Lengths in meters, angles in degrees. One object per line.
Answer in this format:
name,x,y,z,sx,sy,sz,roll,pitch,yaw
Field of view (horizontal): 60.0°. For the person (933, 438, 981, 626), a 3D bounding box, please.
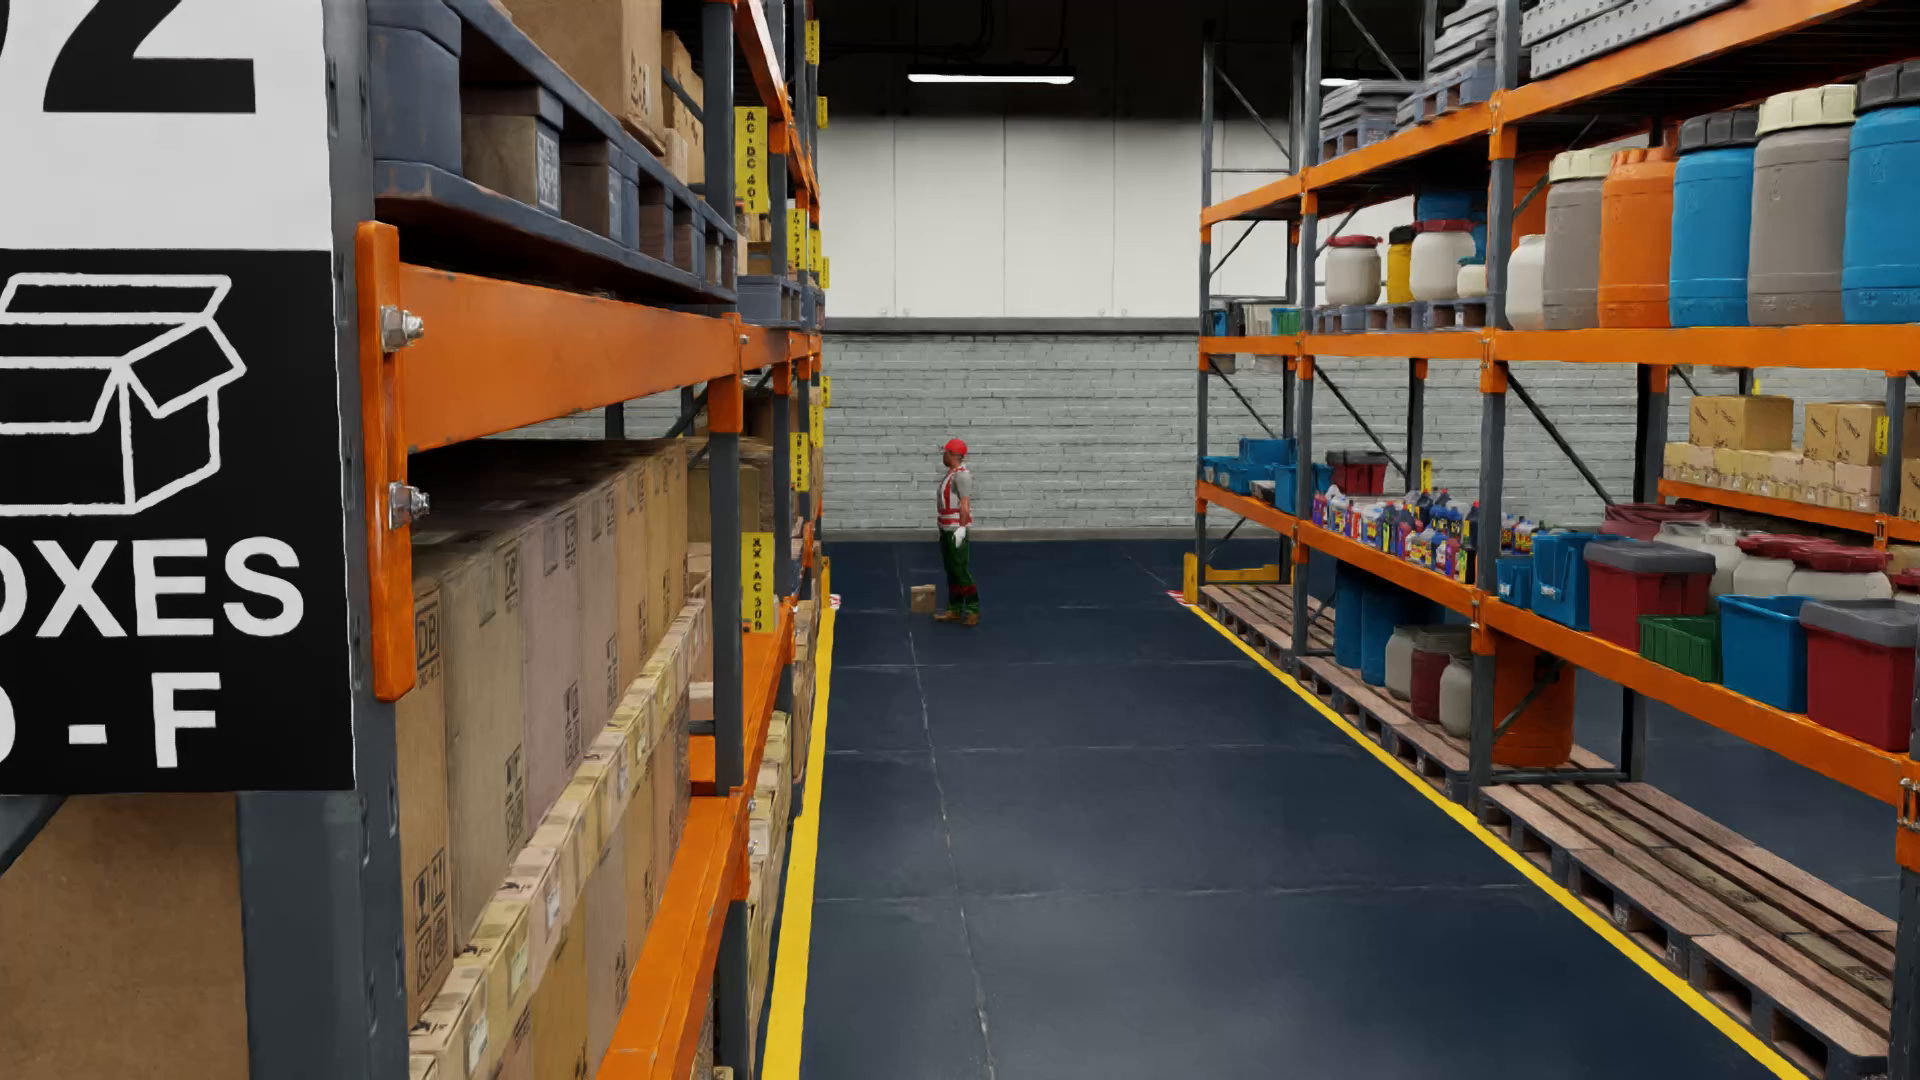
person,-0.044,-0.081,16.303,0.424,1.830,0.559,-2,7,-17
